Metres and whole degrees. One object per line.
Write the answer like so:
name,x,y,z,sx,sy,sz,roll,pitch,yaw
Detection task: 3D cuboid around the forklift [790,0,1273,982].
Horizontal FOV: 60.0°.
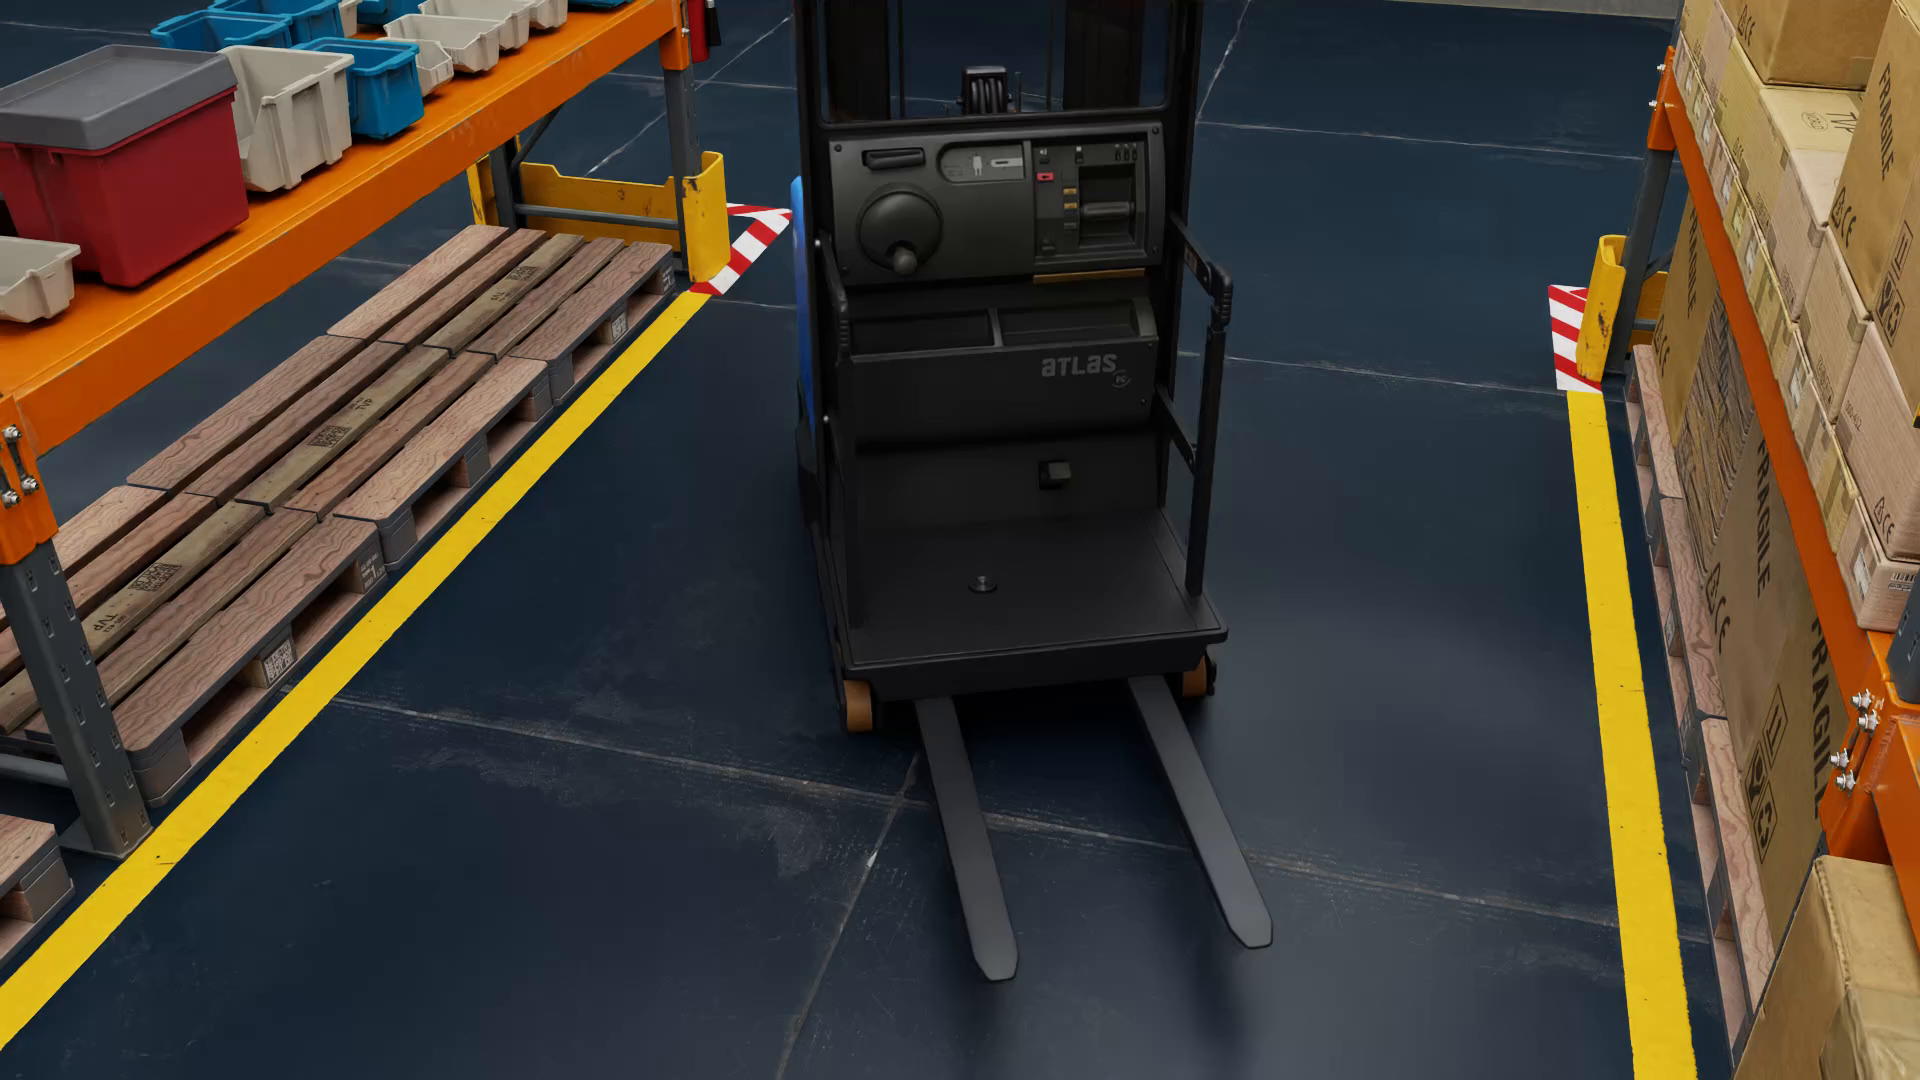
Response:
forklift,0.147,-0.881,4.404,1.130,2.935,3.031,-5,33,-8

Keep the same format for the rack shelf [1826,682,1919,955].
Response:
rack shelf,1.601,1.504,1.259,1.077,0.370,4.000,8,33,12

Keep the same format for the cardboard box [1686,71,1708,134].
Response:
cardboard box,2.586,-1.402,5.394,0.380,0.149,0.250,7,33,11

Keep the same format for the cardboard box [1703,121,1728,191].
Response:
cardboard box,2.456,-1.135,4.973,0.380,0.149,0.250,7,33,11

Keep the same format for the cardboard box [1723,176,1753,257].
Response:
cardboard box,2.325,-0.870,4.557,0.380,0.149,0.250,7,33,11

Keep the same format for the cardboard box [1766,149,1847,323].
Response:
cardboard box,2.225,-0.699,3.916,0.500,0.250,0.500,9,33,13

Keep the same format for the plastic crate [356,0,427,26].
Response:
plastic crate,-2.215,-2.118,6.385,0.416,0.233,0.300,8,33,12

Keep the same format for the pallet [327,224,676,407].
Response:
pallet,-1.914,-0.988,7.108,1.003,0.211,1.213,8,33,12

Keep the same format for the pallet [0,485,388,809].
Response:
pallet,-2.533,0.278,5.116,1.003,0.211,1.213,8,33,12

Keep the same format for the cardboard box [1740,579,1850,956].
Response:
cardboard box,2.354,0.550,3.678,0.875,0.875,0.875,8,33,12

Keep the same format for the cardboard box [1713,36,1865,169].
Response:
cardboard box,2.484,-1.233,4.755,0.500,0.250,0.500,7,33,11

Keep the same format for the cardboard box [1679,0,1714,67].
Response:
cardboard box,2.741,-1.763,5.591,0.500,0.250,0.500,7,33,11

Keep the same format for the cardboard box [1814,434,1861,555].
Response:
cardboard box,1.934,-0.069,3.296,0.380,0.149,0.250,9,33,13

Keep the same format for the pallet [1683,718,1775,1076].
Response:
pallet,2.377,0.955,4.051,1.003,0.211,1.213,8,33,12

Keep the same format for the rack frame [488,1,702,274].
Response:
rack frame,-1.667,-2.588,7.025,1.000,3.000,0.127,8,33,12

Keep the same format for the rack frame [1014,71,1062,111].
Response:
rack frame,0.312,-1.238,6.578,0.240,1.200,0.015,20,38,29

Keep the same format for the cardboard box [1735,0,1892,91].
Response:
cardboard box,2.488,-1.551,4.557,0.500,0.500,0.500,7,33,11

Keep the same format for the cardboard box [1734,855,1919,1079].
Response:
cardboard box,1.966,1.216,2.630,1.225,0.875,0.875,8,33,13

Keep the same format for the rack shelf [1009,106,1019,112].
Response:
rack shelf,0.174,-1.461,6.198,0.258,0.148,0.480,20,38,29

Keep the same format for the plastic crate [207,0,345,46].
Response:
plastic crate,-2.382,-1.776,5.848,0.416,0.233,0.300,8,33,12

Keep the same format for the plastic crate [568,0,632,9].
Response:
plastic crate,-1.571,-2.429,6.686,0.616,0.435,0.499,8,33,12

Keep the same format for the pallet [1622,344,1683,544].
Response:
pallet,2.997,-0.311,6.043,1.003,0.211,1.213,8,33,12

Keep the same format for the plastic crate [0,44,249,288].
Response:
plastic crate,-2.213,-0.994,4.402,0.402,0.464,0.583,8,33,12

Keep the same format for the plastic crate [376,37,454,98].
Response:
plastic crate,-1.891,-1.602,5.663,0.298,0.136,0.250,8,33,12

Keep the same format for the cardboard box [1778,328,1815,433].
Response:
cardboard box,2.065,-0.335,3.715,0.380,0.149,0.250,9,33,13

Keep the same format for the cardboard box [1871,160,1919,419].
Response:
cardboard box,1.967,-0.492,2.891,0.500,0.500,0.500,9,34,14

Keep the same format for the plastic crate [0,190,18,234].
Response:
plastic crate,-2.658,-1.039,4.789,0.437,0.125,0.590,8,33,12

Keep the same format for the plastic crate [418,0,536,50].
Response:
plastic crate,-1.786,-1.906,6.142,0.396,0.136,0.243,8,33,12

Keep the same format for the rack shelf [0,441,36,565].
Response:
rack shelf,-3.190,0.829,2.320,1.077,0.370,4.000,8,33,12

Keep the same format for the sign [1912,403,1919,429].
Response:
sign,1.571,-0.311,2.563,0.100,0.325,0.005,8,33,12

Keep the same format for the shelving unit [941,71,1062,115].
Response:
shelving unit,0.174,-1.130,6.409,0.258,1.200,0.503,20,38,29

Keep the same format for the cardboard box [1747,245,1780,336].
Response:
cardboard box,2.195,-0.602,4.135,0.380,0.149,0.250,7,33,12

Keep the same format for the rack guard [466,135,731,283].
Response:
rack guard,-1.674,-1.547,7.718,1.175,0.500,0.348,8,33,12

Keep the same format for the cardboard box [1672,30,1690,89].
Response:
cardboard box,2.714,-1.668,5.812,0.380,0.149,0.250,8,33,13

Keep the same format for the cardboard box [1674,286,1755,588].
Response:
cardboard box,2.808,-0.379,5.139,0.875,0.875,0.875,8,33,12

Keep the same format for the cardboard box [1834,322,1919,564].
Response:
cardboard box,1.967,-0.165,3.076,0.500,0.250,0.500,7,33,11
